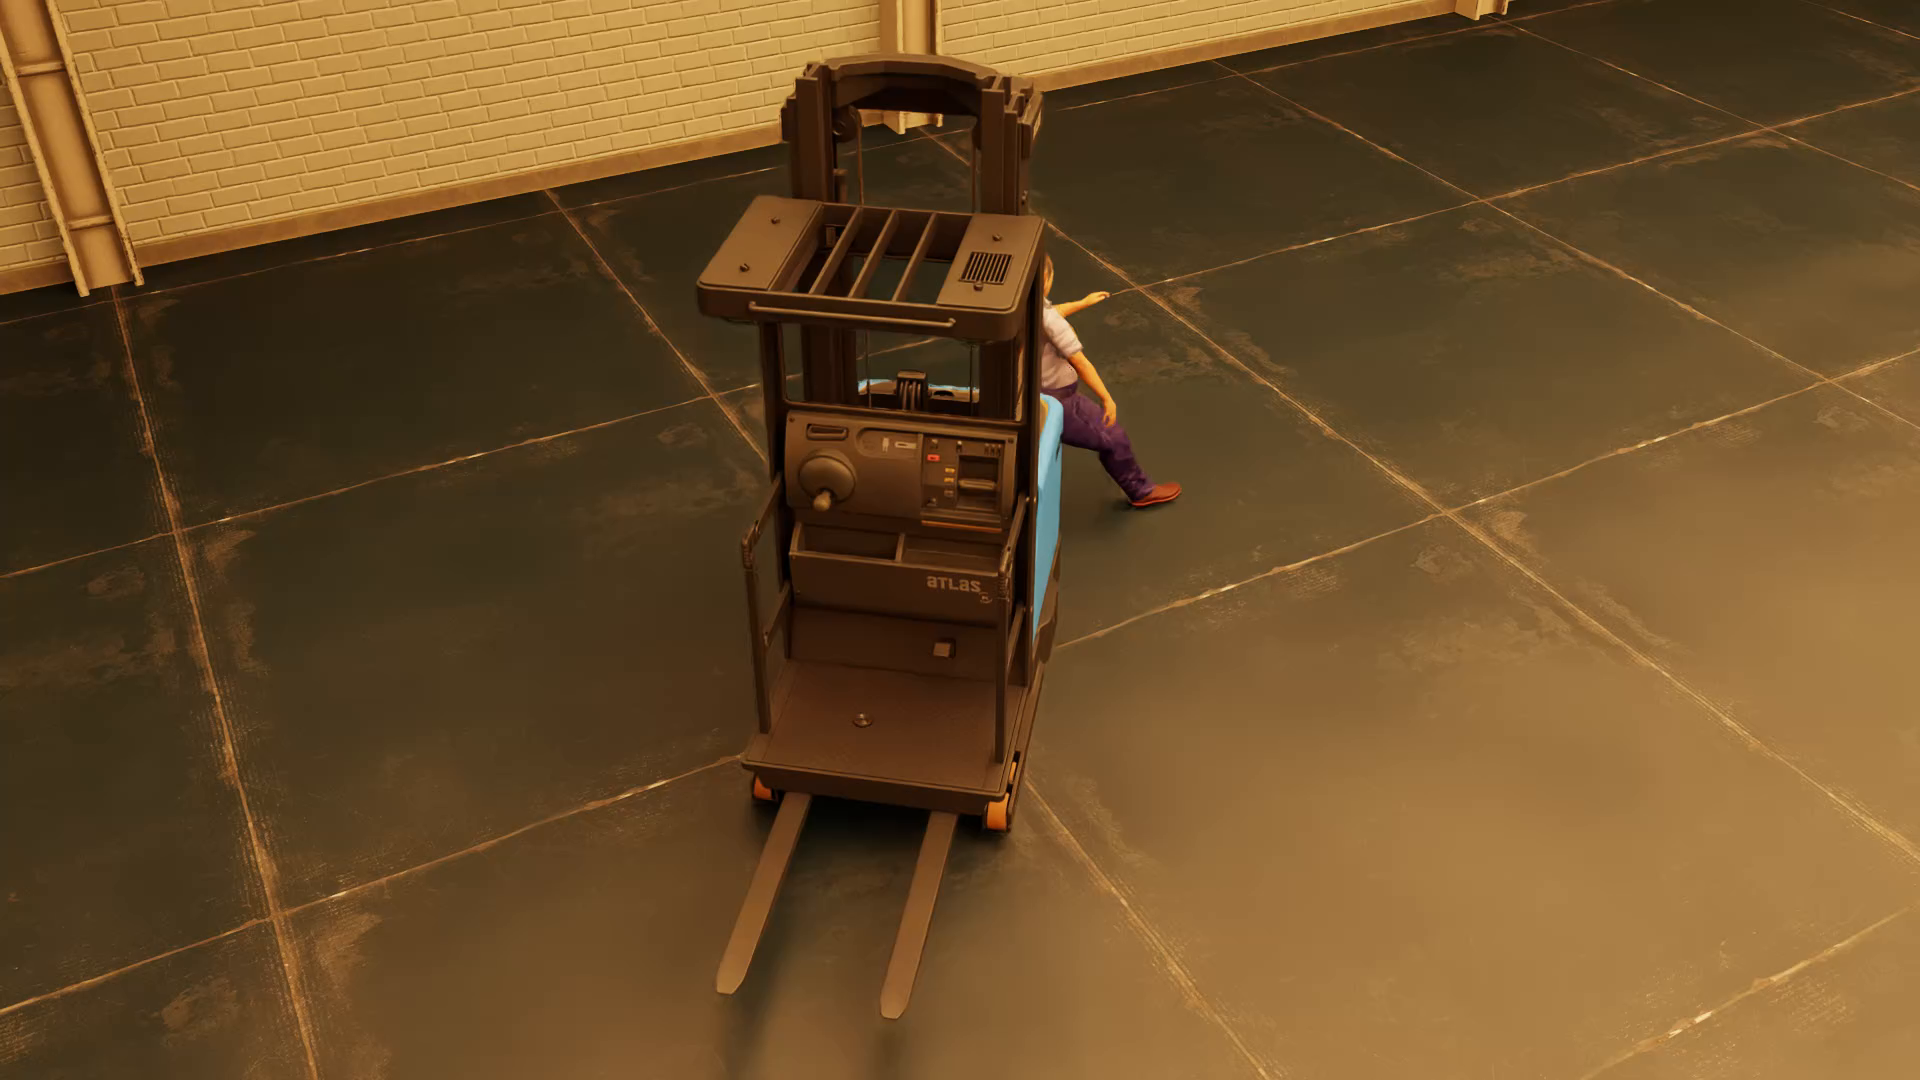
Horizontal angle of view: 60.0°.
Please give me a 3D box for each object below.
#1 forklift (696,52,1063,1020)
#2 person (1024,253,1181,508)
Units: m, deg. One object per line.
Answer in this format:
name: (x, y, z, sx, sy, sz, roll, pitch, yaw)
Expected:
forklift: (-0.276, -0.213, 6.425, 1.130, 2.935, 3.031, 6, 36, 8)
person: (0.515, -0.839, 8.608, 1.030, 1.418, 0.958, -26, 43, -31)
